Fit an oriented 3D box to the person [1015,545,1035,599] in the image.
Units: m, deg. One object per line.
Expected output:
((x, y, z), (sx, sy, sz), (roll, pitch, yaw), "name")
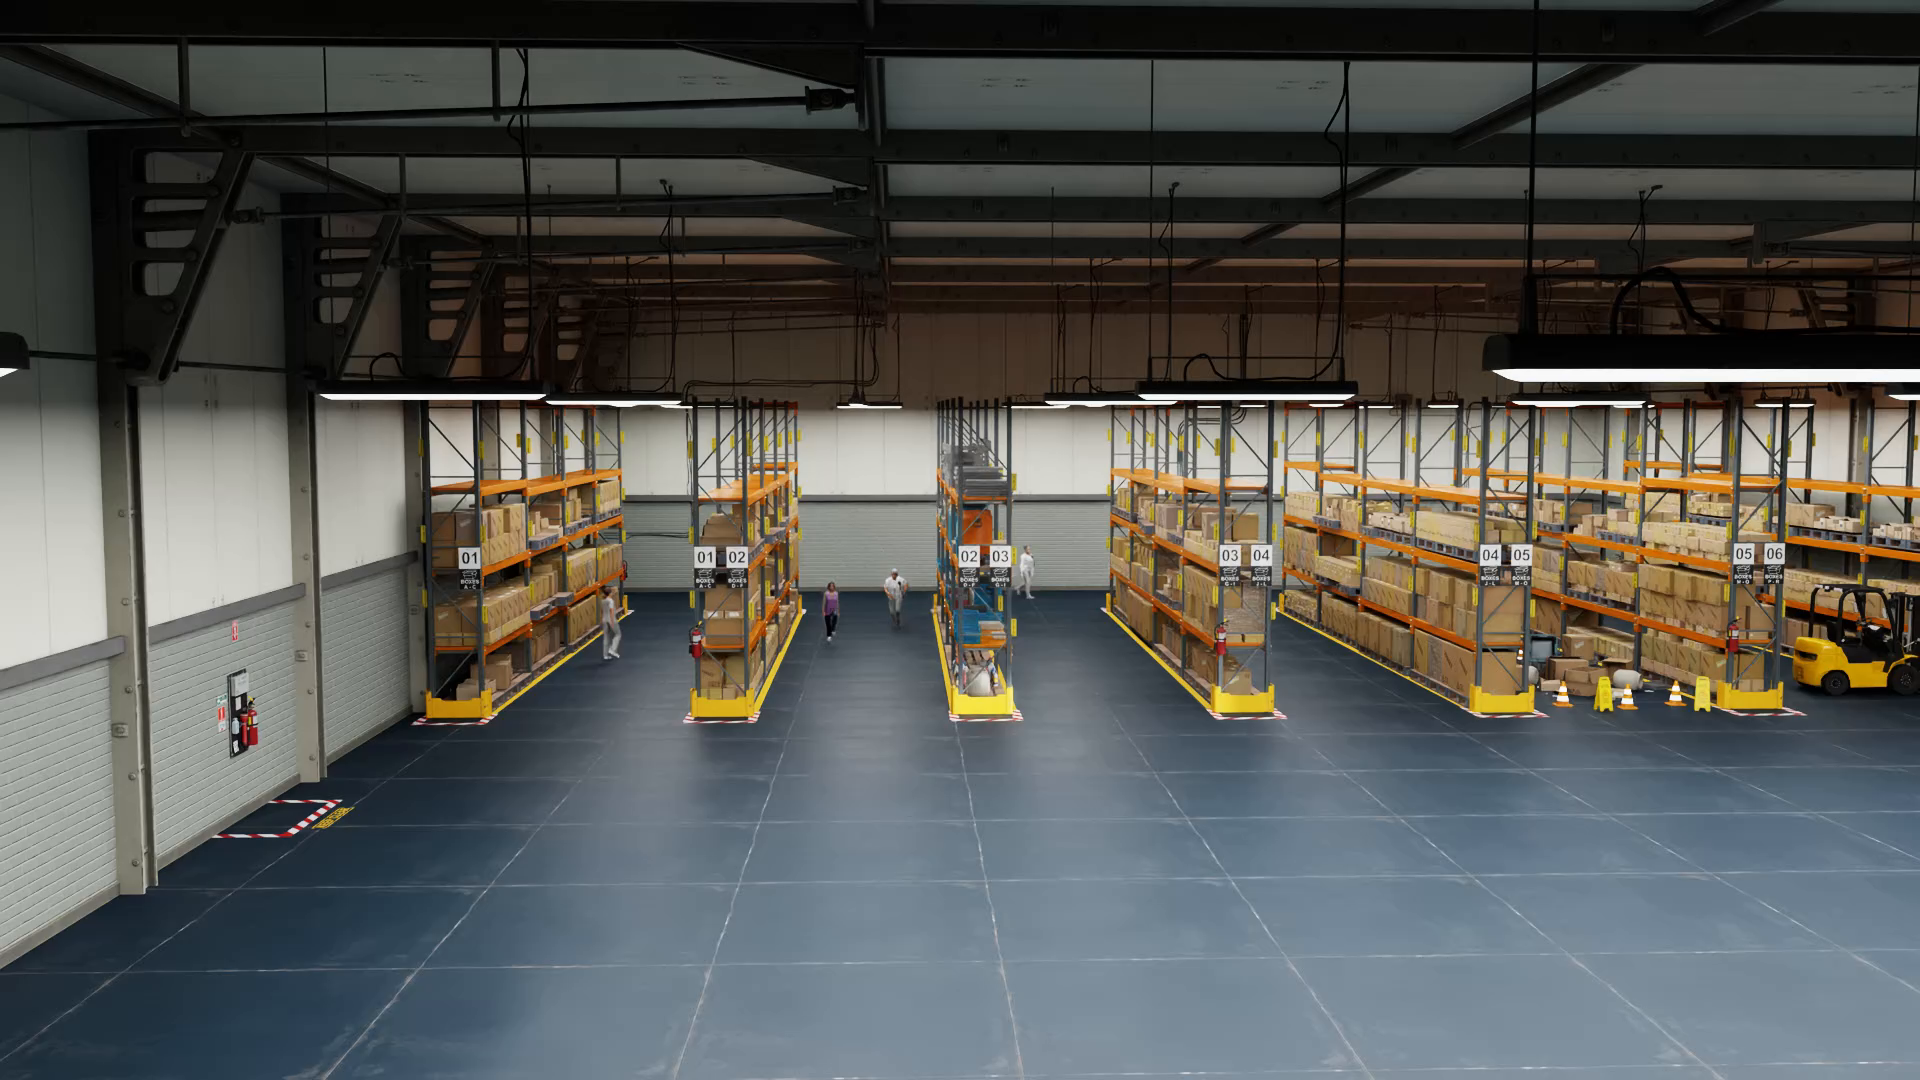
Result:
((2.002, 0.955, 50.961), (0.823, 1.638, 0.470), (4, 6, 39), "person")

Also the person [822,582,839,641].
((-3.180, 1.773, 40.798), (0.425, 1.502, 0.995), (0, 4, -3), "person")

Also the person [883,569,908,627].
((-1.699, 1.535, 44.042), (0.613, 1.580, 0.752), (1, 4, 7), "person")

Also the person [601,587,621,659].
((-8.112, 1.919, 38.392), (0.468, 1.658, 0.517), (1, 5, 14), "person")
